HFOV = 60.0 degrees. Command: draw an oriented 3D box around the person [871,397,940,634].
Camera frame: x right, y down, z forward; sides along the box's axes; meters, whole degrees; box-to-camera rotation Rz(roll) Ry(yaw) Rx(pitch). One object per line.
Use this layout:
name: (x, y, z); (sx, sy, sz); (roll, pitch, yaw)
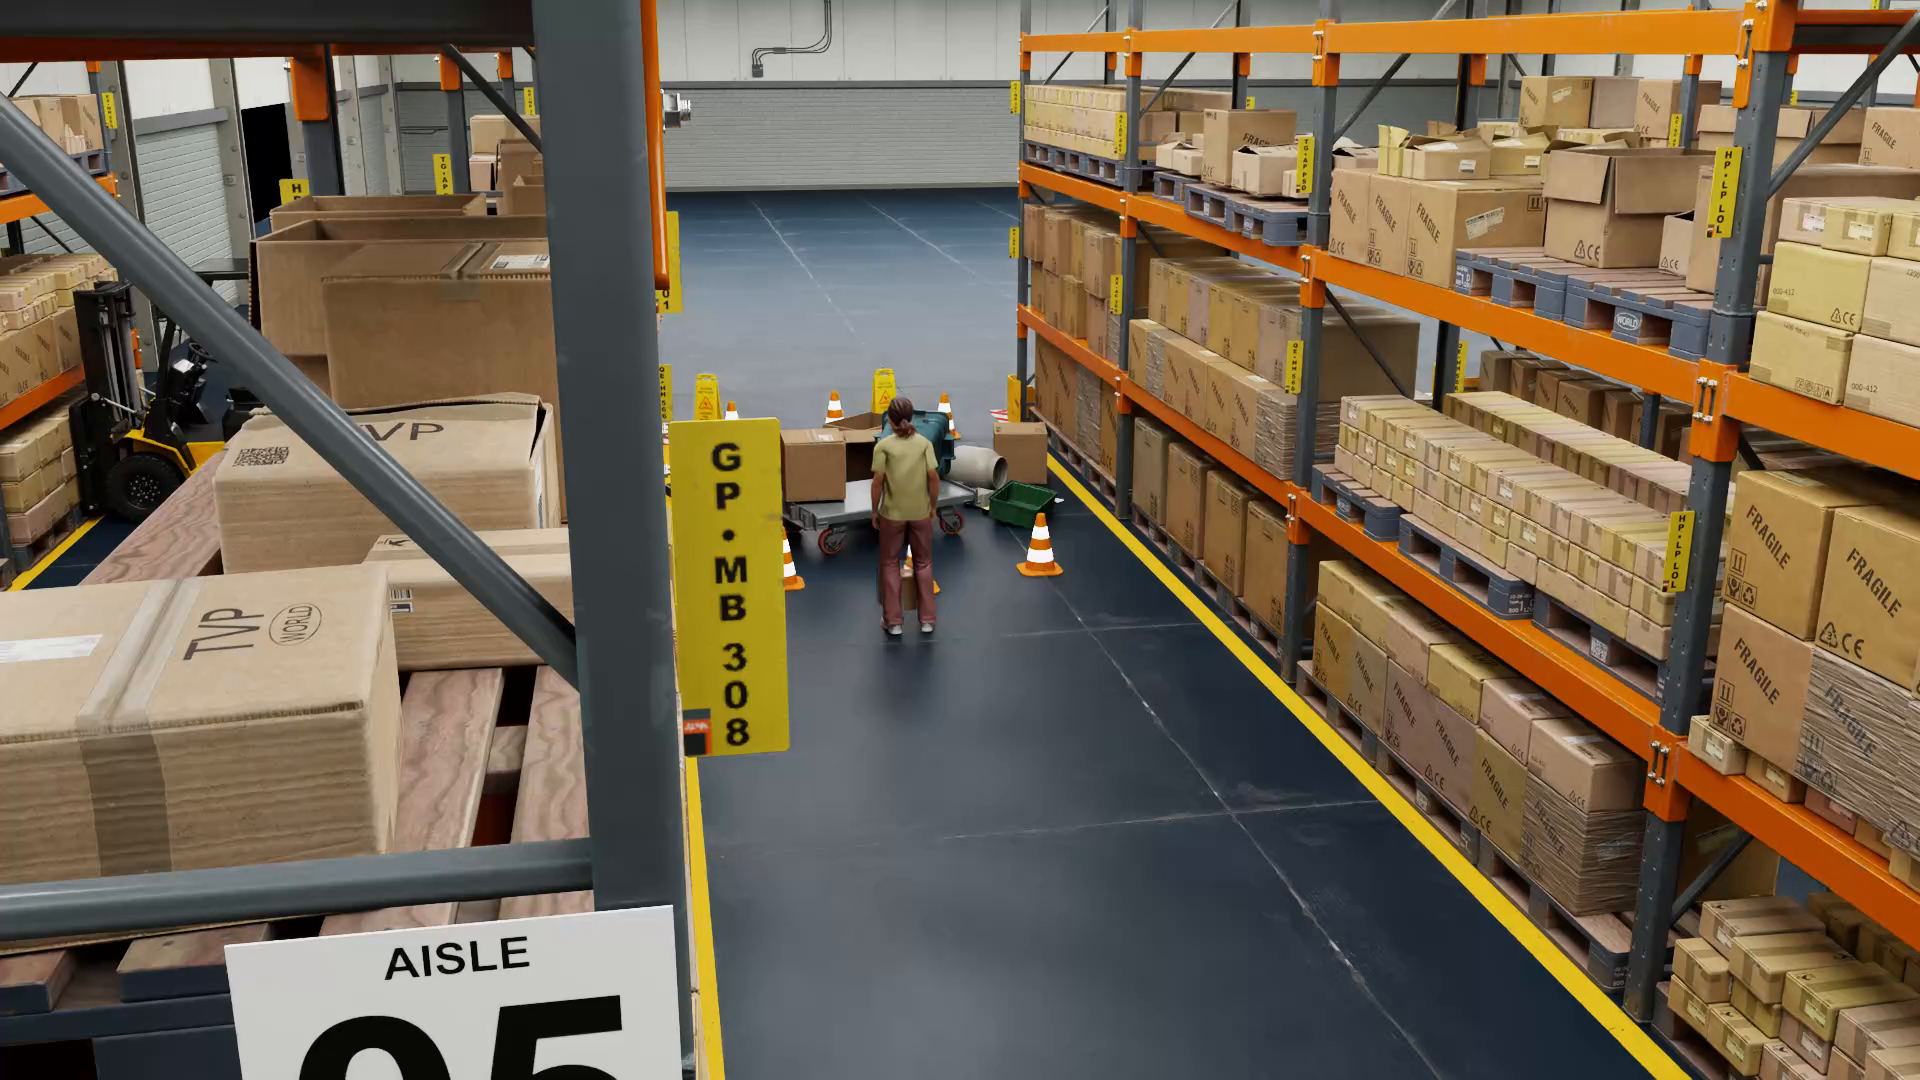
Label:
person: (-0.389, -0.168, 11.607); (0.489, 1.674, 0.356); (-4, 17, -12)
